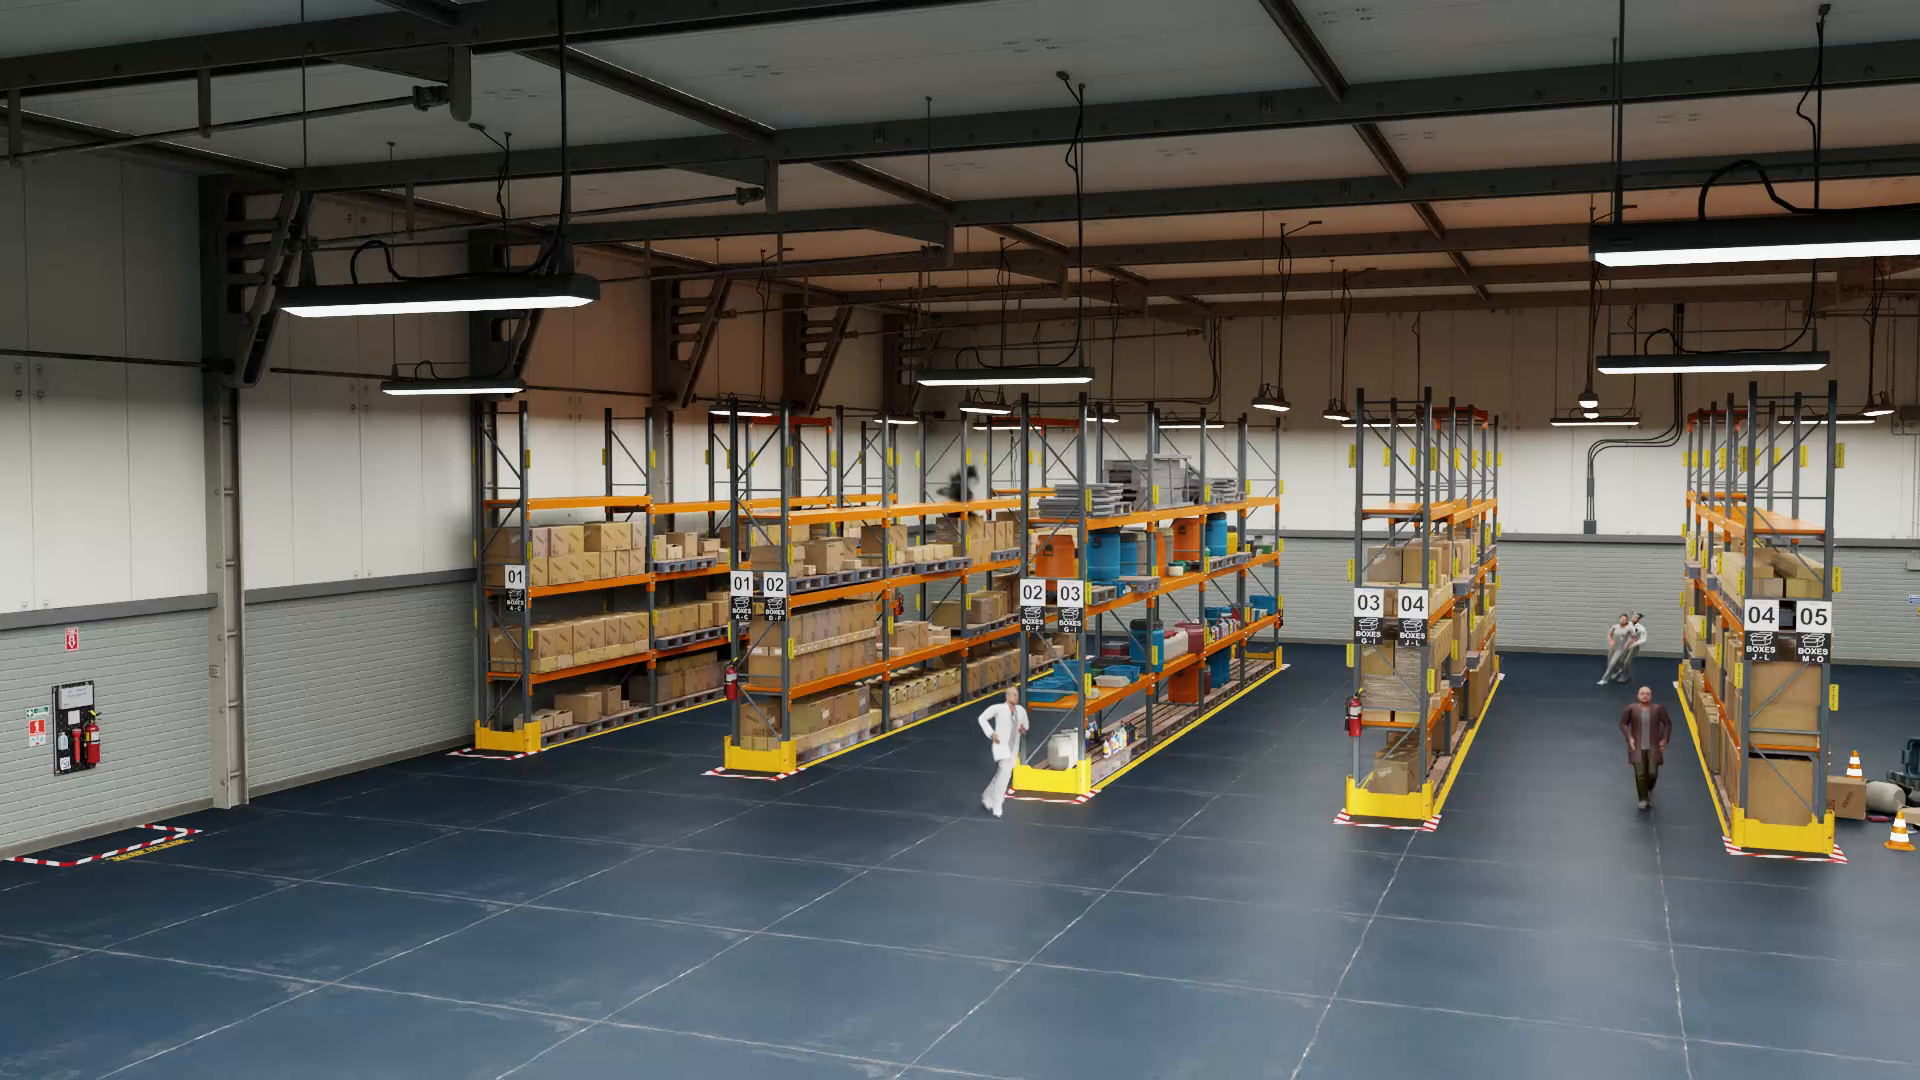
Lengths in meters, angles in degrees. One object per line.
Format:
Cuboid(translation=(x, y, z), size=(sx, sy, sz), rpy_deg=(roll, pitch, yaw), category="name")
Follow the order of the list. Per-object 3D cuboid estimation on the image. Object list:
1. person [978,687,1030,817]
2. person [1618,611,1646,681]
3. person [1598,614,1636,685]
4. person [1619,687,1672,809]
Cuboid(translation=(0.648, 2.984, 23.730), size=(0.778, 1.765, 0.716), rpy_deg=(-2, 3, -34), category="person")
Cuboid(translation=(15.095, 2.385, 37.291), size=(0.558, 1.609, 0.665), rpy_deg=(-2, 3, -34), category="person")
Cuboid(translation=(14.629, 2.416, 36.861), size=(0.653, 1.579, 0.822), rpy_deg=(3, 4, 44), category="person")
Cuboid(translation=(9.842, 2.970, 23.882), size=(0.706, 1.739, 0.598), rpy_deg=(1, 3, 20), category="person")
